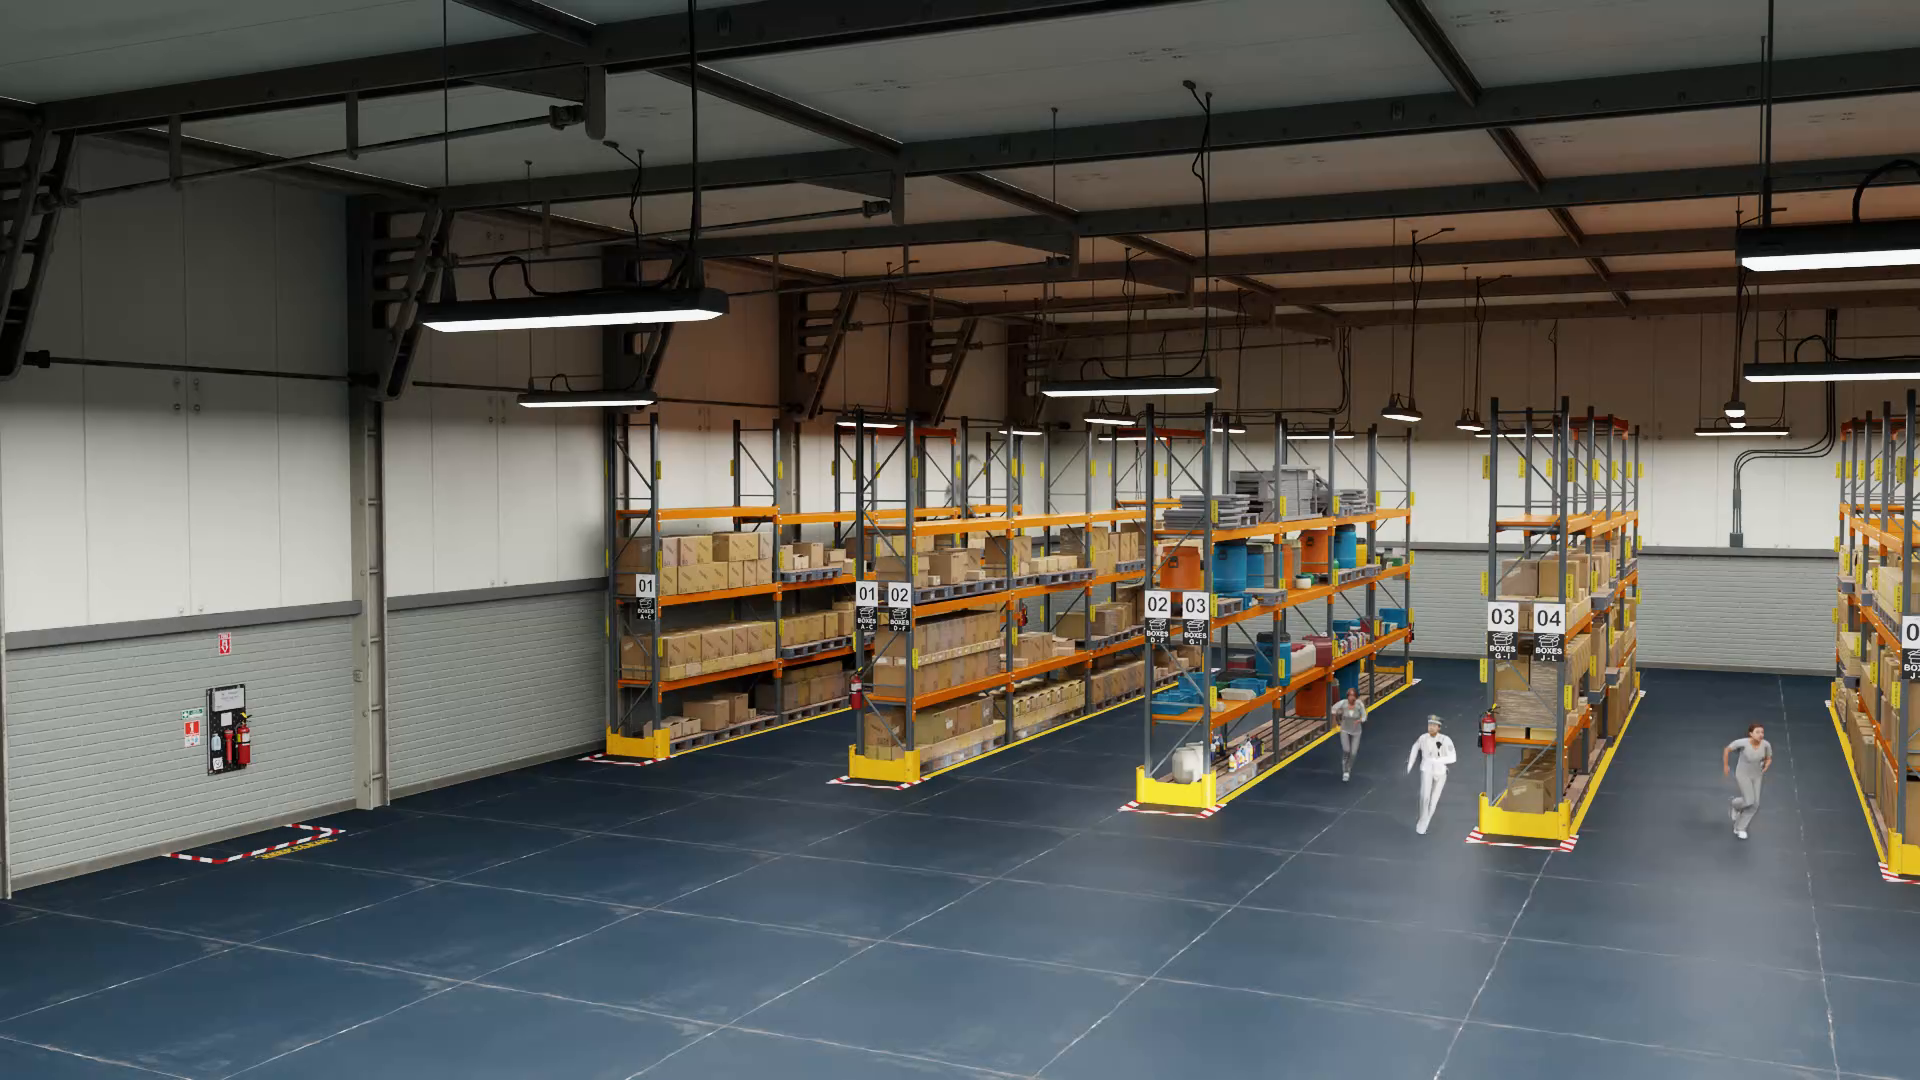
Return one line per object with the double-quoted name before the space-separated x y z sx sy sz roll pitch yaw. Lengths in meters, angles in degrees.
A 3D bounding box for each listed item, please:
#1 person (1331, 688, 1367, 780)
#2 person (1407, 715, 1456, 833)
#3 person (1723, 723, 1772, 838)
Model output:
"person" 6.251 3.123 26.686 0.525 1.526 0.663 0 2 4
"person" 6.460 3.209 22.793 0.656 1.652 0.624 1 3 18
"person" 10.739 3.264 22.631 0.547 1.596 0.685 0 2 -4
